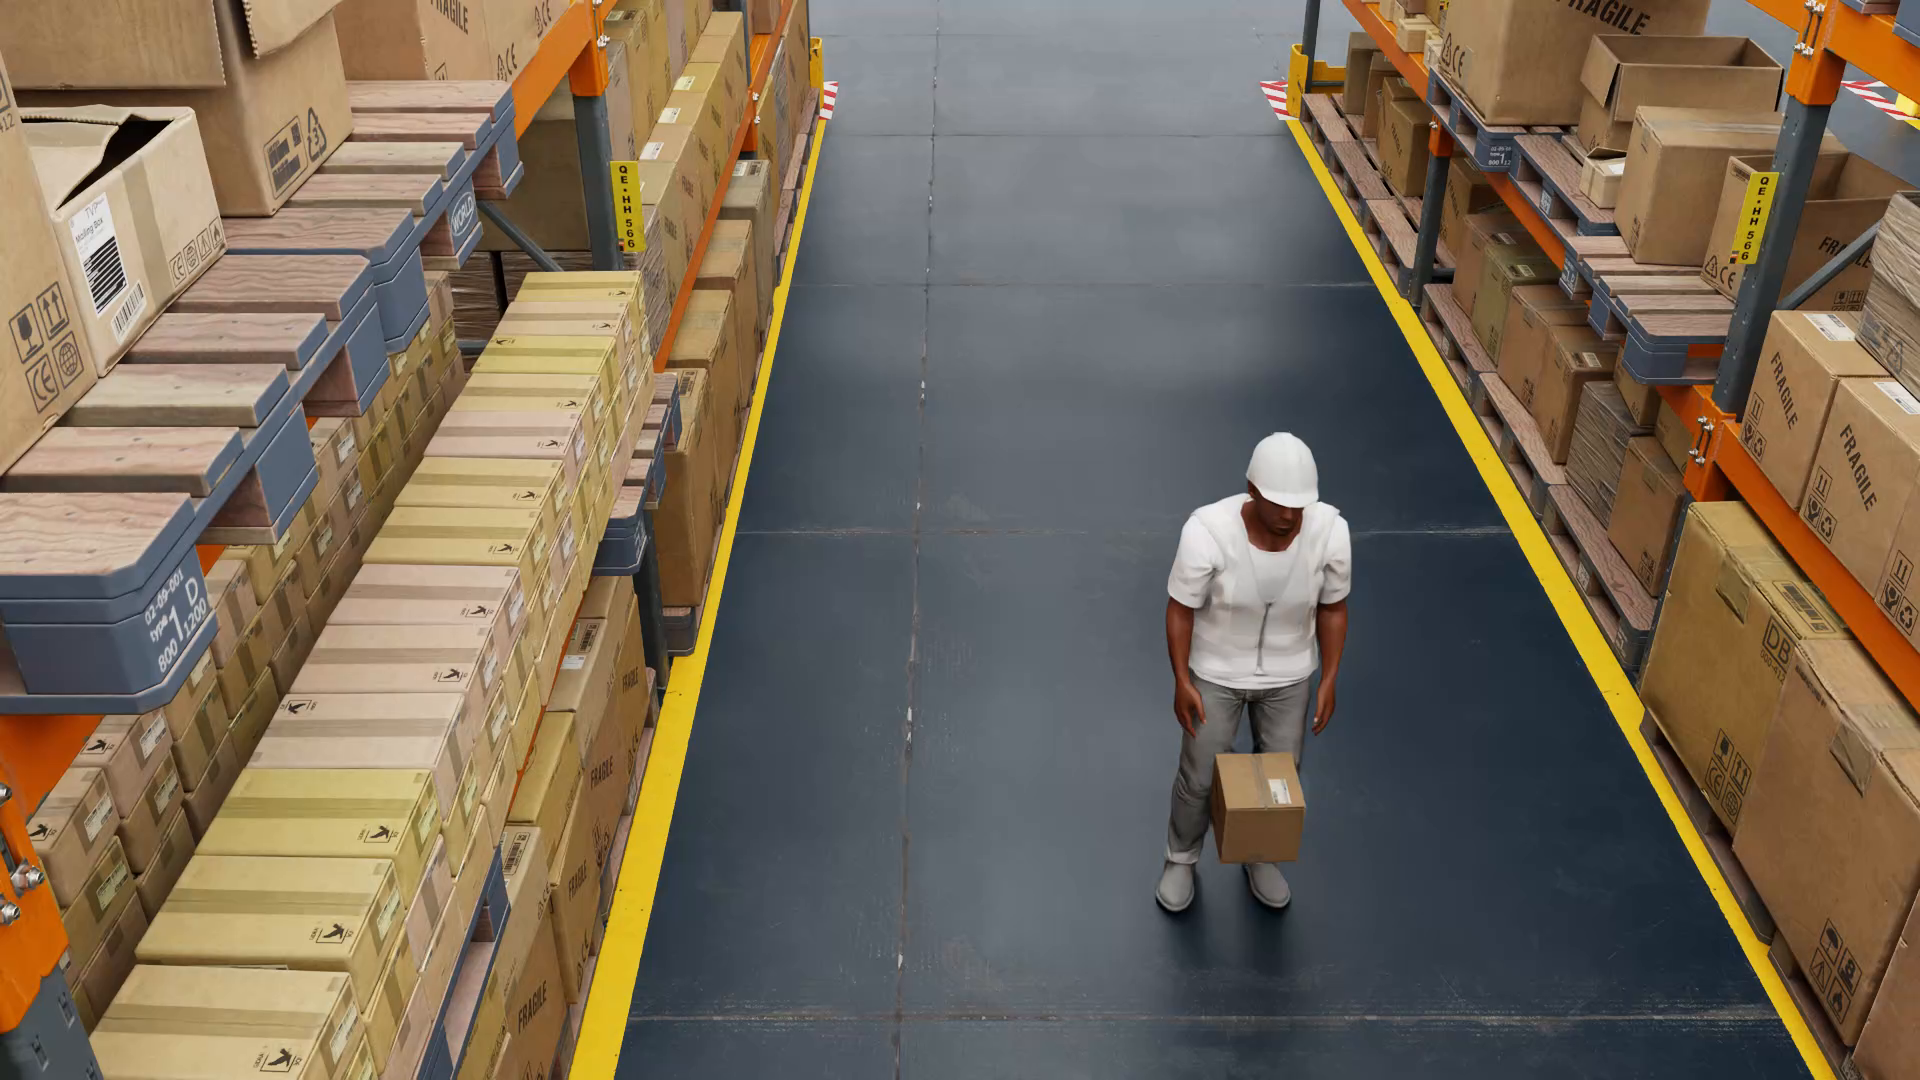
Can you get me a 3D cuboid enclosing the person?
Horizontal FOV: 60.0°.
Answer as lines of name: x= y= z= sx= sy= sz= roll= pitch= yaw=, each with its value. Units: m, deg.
person: x=0.948 y=0.431 z=5.405 sx=0.589 sy=1.765 sz=0.425 roll=-1 pitch=31 yaw=-2
